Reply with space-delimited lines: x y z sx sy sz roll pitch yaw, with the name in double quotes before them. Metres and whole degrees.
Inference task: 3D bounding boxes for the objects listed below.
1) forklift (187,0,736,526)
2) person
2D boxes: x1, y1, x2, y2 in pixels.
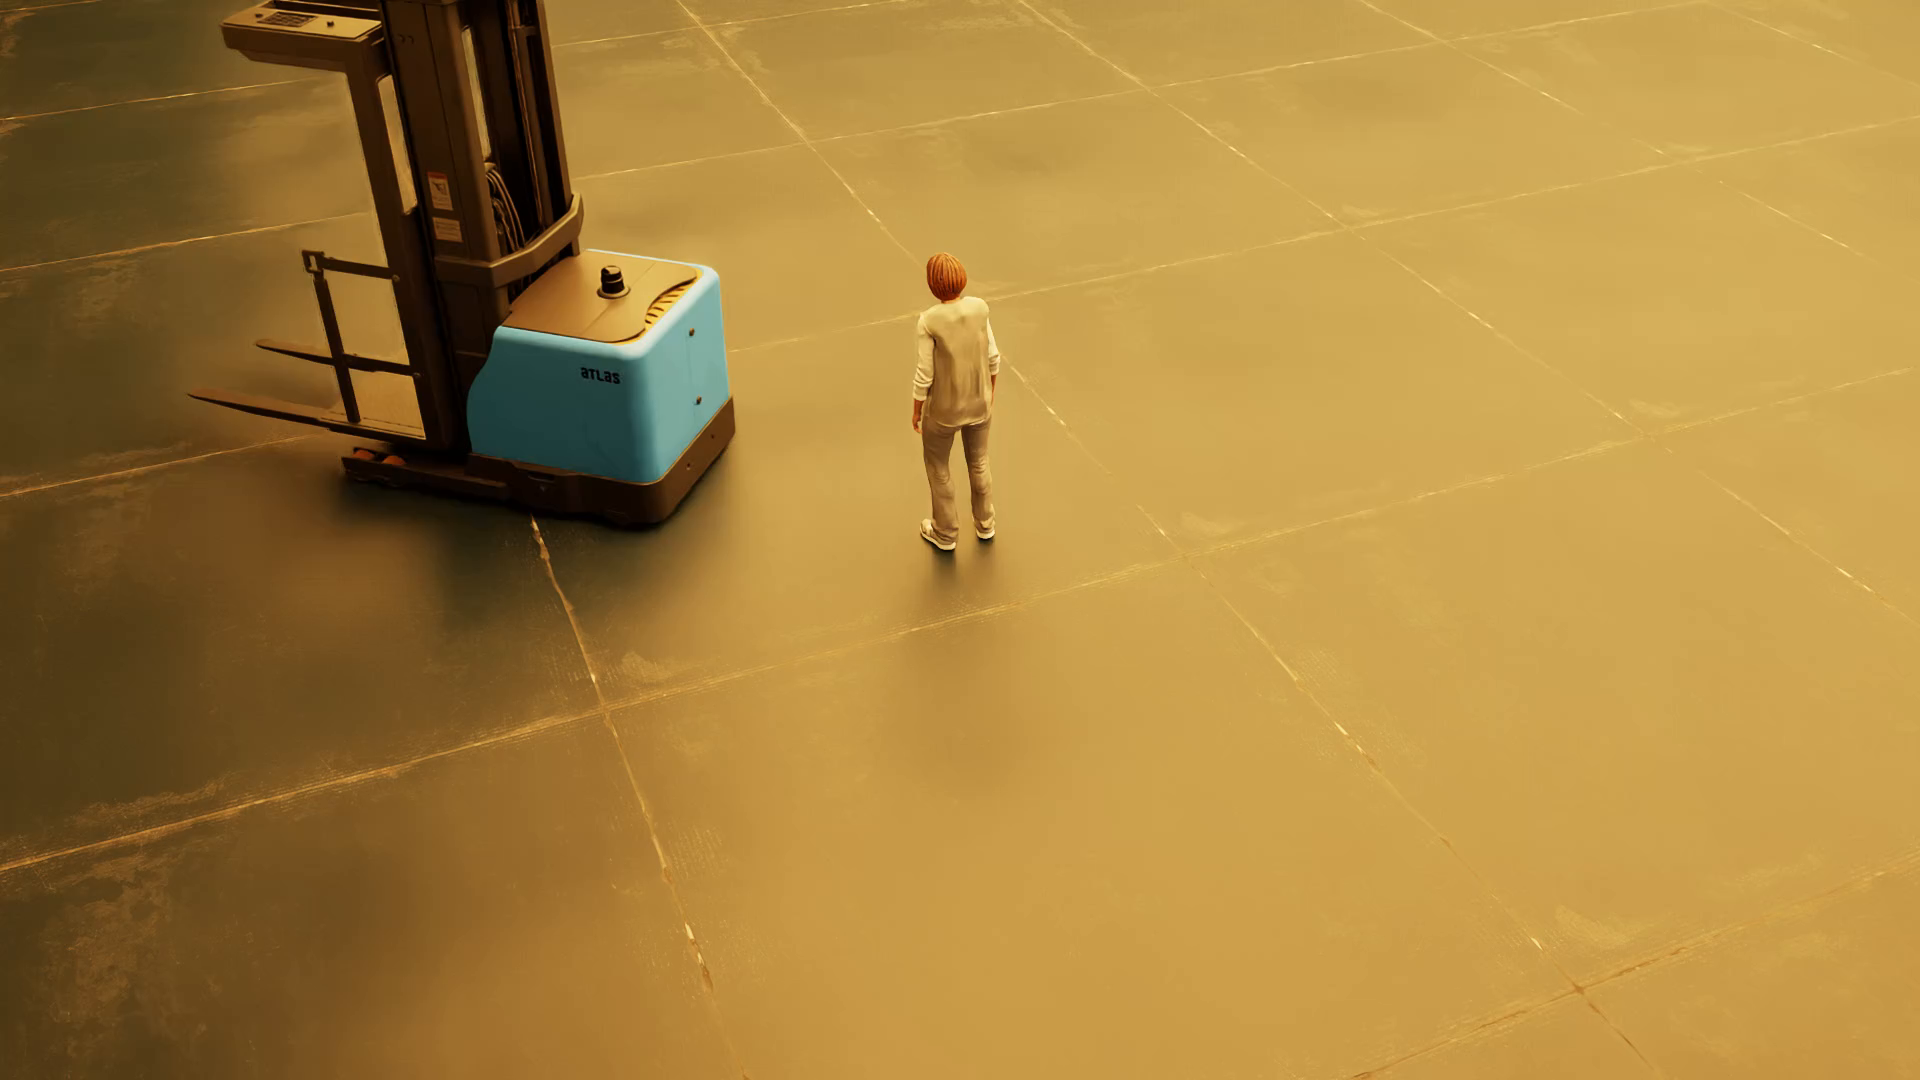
"forklift" -2.837 -1.762 8.577 3.031 2.935 1.130 10 37 14
"person" -0.018 -0.657 8.179 0.481 1.592 0.345 -16 38 -21
